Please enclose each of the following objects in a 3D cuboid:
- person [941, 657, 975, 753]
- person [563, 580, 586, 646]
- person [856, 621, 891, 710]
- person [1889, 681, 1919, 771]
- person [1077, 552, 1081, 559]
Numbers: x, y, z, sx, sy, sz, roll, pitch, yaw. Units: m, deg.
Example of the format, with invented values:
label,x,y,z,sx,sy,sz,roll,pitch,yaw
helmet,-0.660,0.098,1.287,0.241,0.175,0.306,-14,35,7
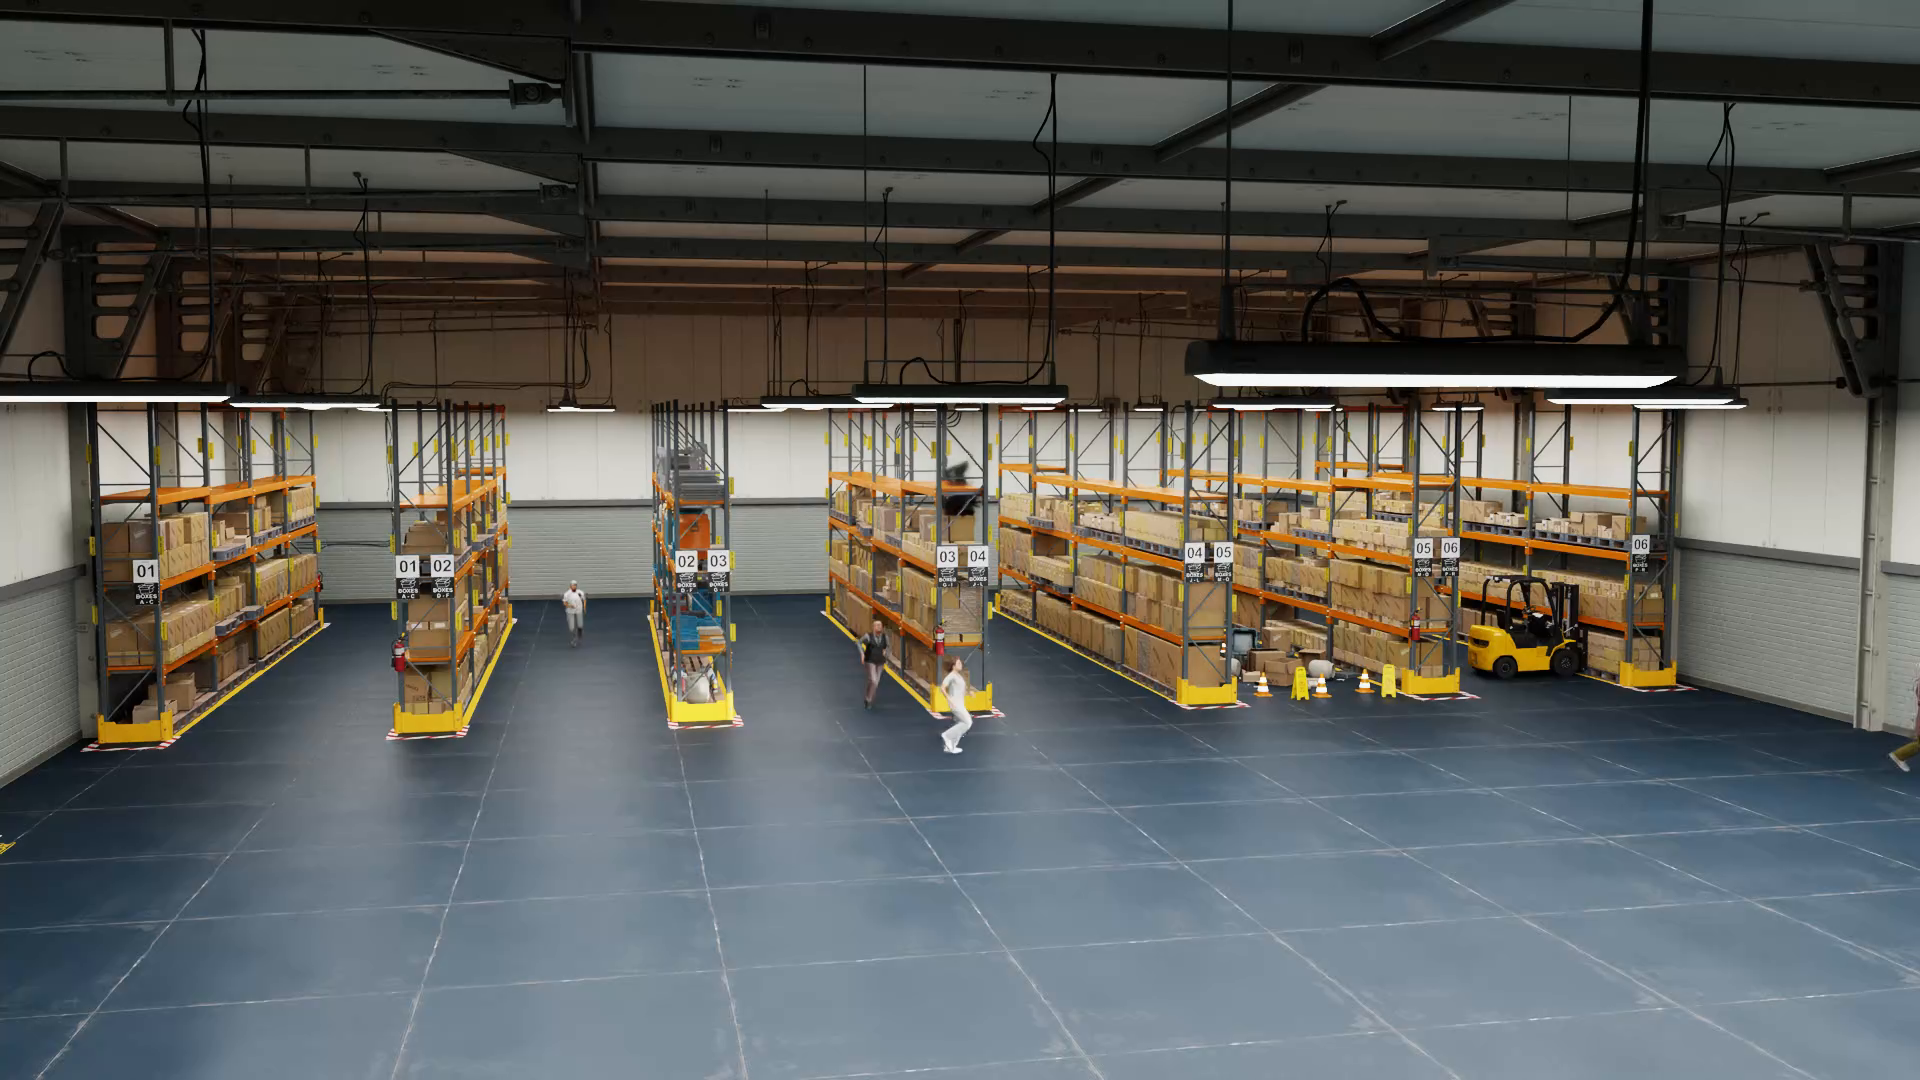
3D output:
label,x,y,z,sx,sy,sz,roll,pitch,yaw
person,-0.014,2.788,28.058,0.546,1.623,0.552,1,4,15
person,-9.497,1.811,41.060,0.591,1.629,0.585,-1,5,-19
person,-1.659,2.445,32.510,0.638,1.749,0.738,-2,5,-25
person,15.217,2.839,26.134,0.708,1.777,1.050,-4,6,-43
person,3.381,1.213,48.580,0.691,1.729,0.622,-1,5,-18
